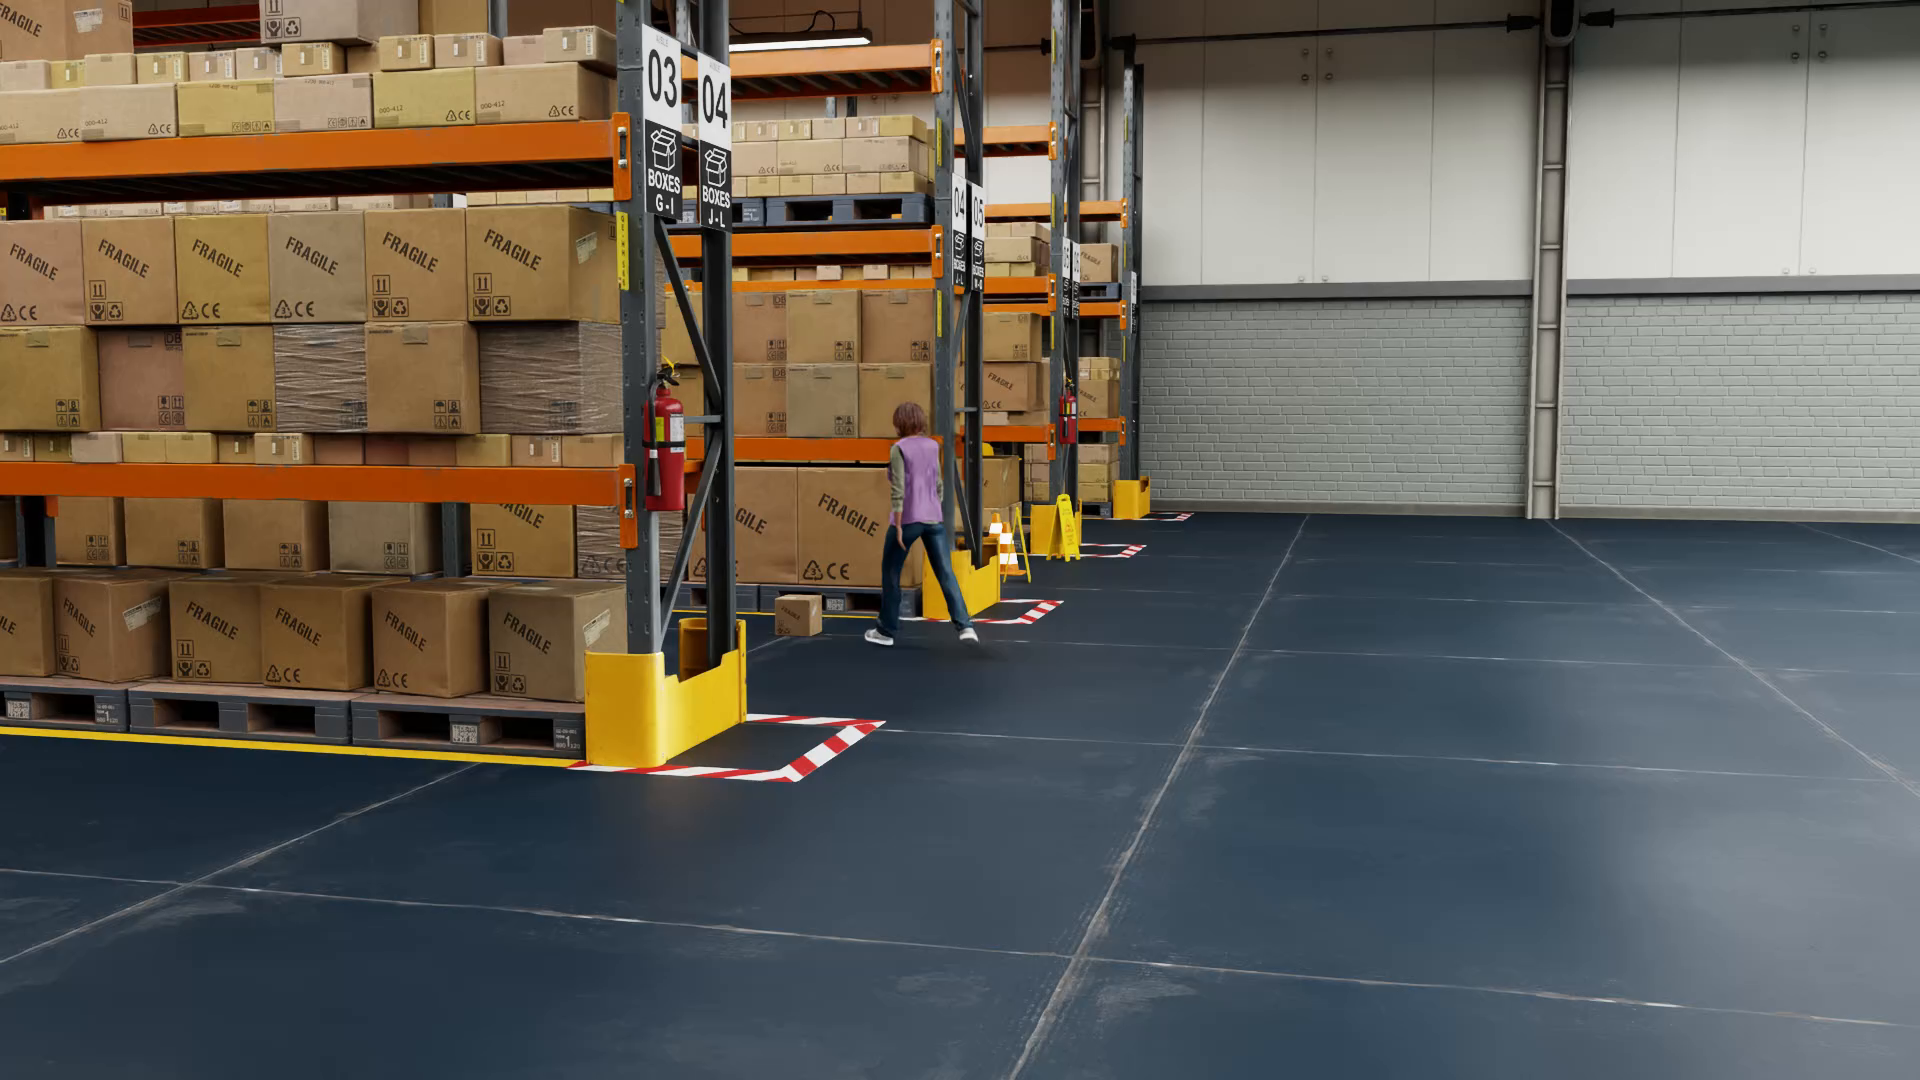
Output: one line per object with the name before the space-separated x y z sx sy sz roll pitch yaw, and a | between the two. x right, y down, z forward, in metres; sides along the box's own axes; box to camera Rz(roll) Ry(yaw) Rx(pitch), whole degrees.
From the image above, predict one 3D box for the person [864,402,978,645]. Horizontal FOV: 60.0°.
person | -0.234 -0.096 10.547 0.467 1.557 0.876 -3 6 -32
